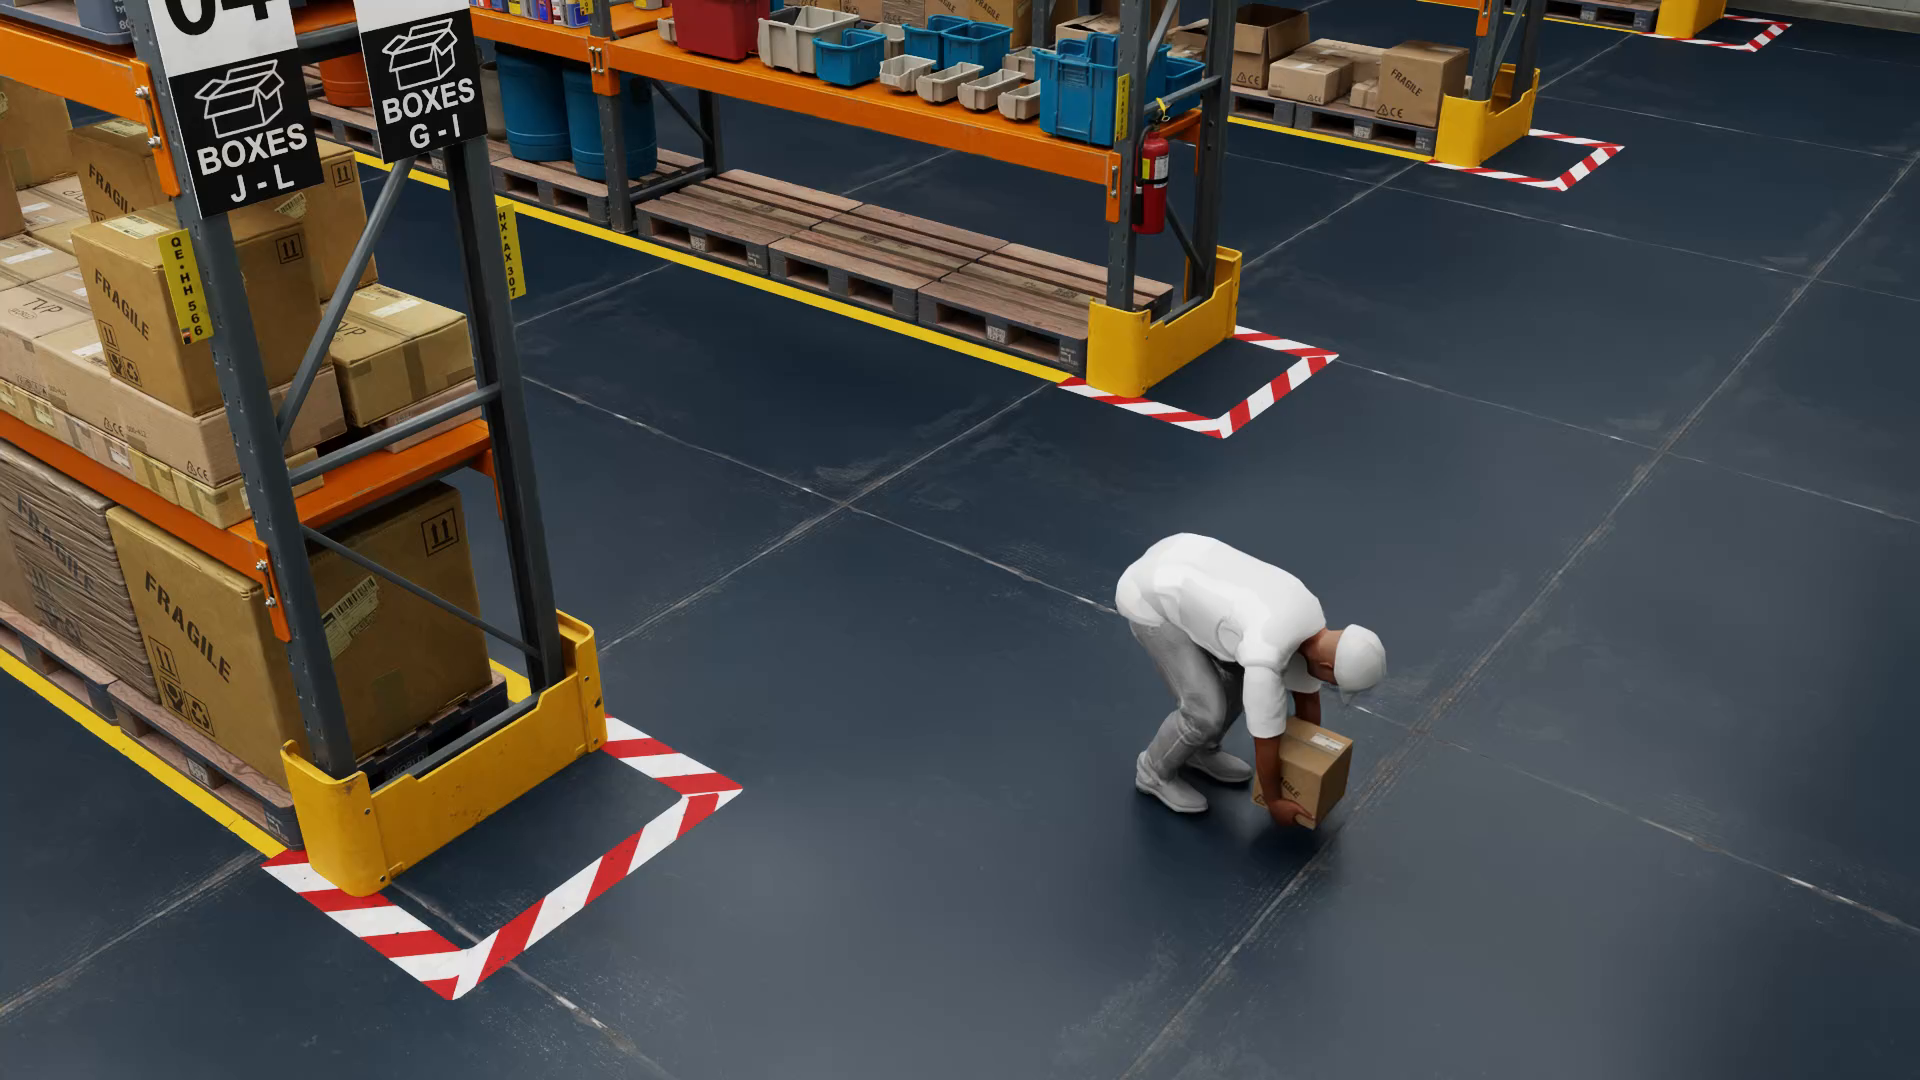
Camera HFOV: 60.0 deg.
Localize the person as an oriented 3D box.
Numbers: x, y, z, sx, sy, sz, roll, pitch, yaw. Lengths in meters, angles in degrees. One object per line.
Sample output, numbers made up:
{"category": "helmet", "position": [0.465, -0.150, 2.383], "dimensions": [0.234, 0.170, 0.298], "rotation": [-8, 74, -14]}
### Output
{"category": "person", "position": [1.025, 0.522, 5.957], "dimensions": [0.977, 1.019, 0.497], "rotation": [19, 36, 29]}
